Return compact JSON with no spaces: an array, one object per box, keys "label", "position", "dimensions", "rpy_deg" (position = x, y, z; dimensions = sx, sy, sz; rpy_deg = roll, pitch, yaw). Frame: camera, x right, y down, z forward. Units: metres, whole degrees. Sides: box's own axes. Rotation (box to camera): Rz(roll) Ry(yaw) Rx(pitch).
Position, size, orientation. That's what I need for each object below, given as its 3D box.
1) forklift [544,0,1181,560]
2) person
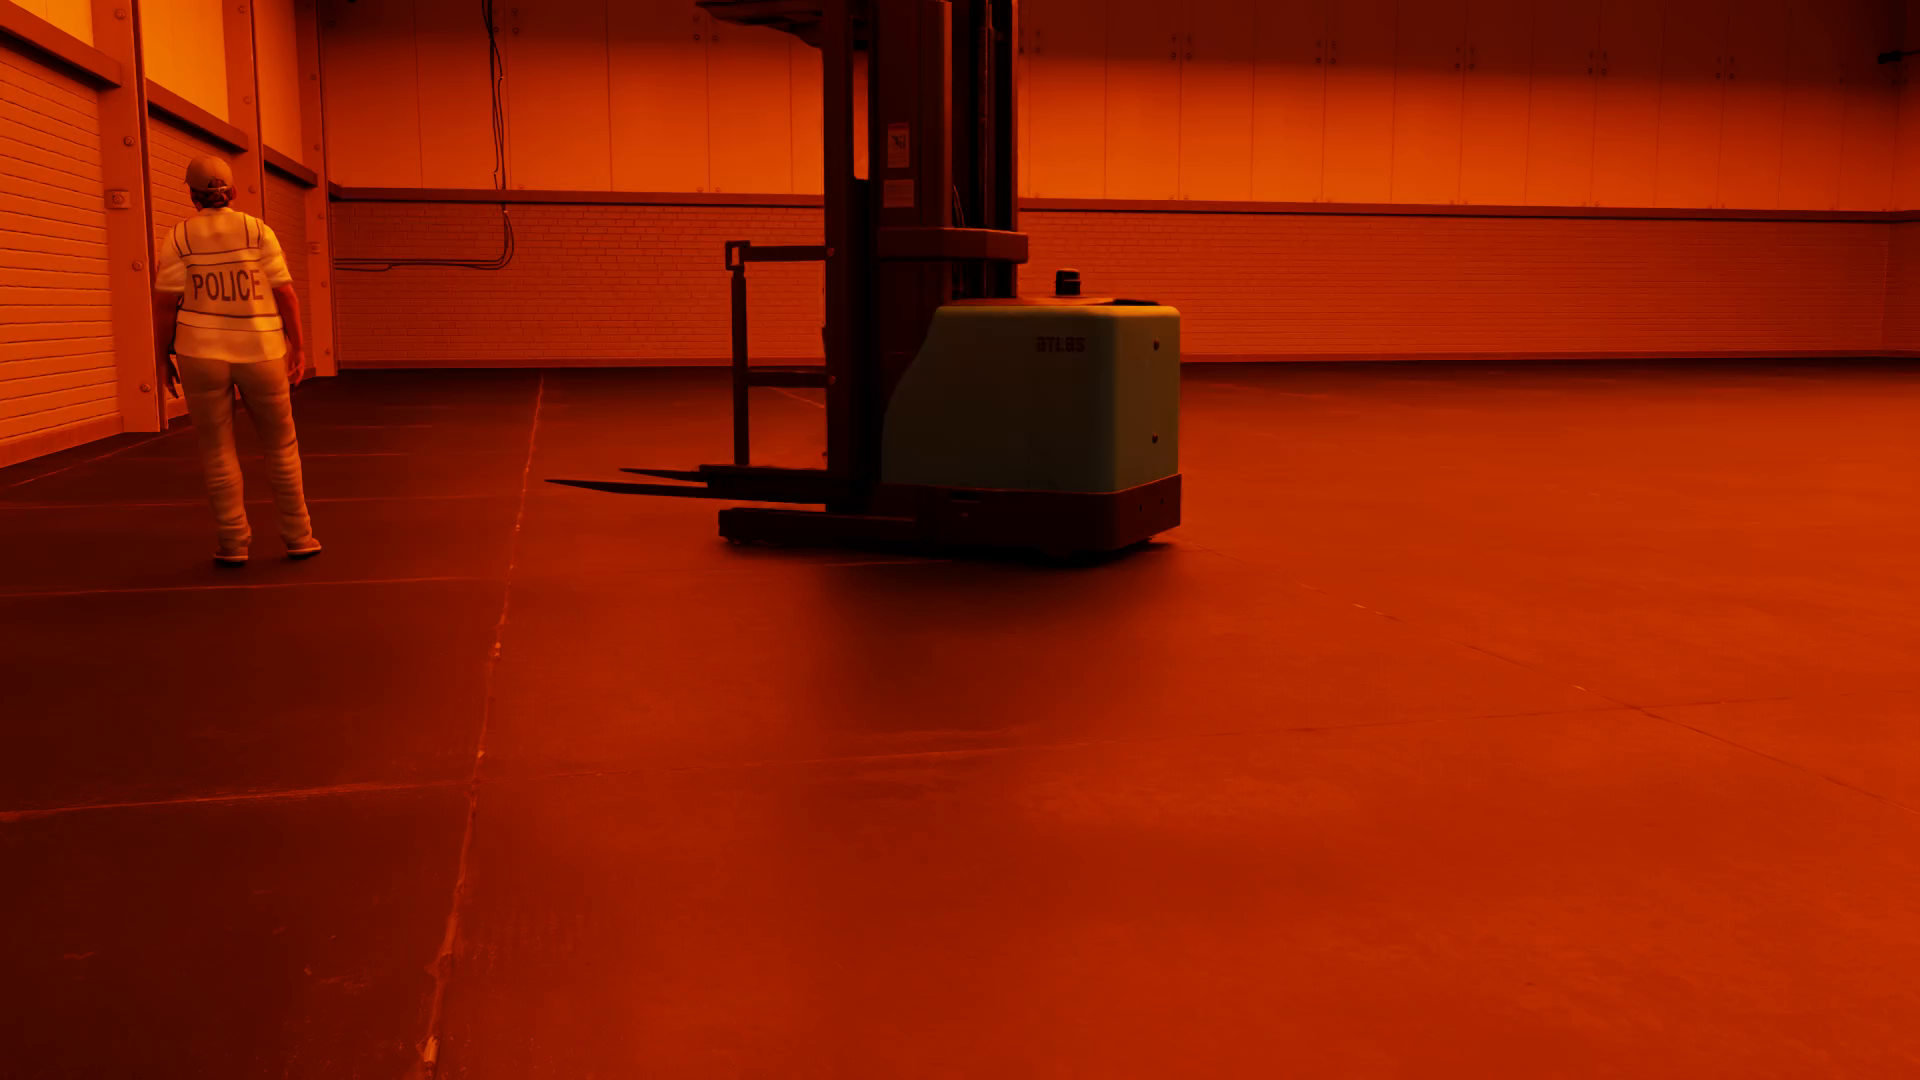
[{"label":"forklift","position":[-0.542,-1.482,7.721],"dimensions":[3.031,2.935,1.130],"rpy_deg":[4,9,24]},{"label":"person","position":[-3.018,-0.740,6.936],"dimensions":[0.596,1.670,0.530],"rpy_deg":[-3,9,-23]}]
